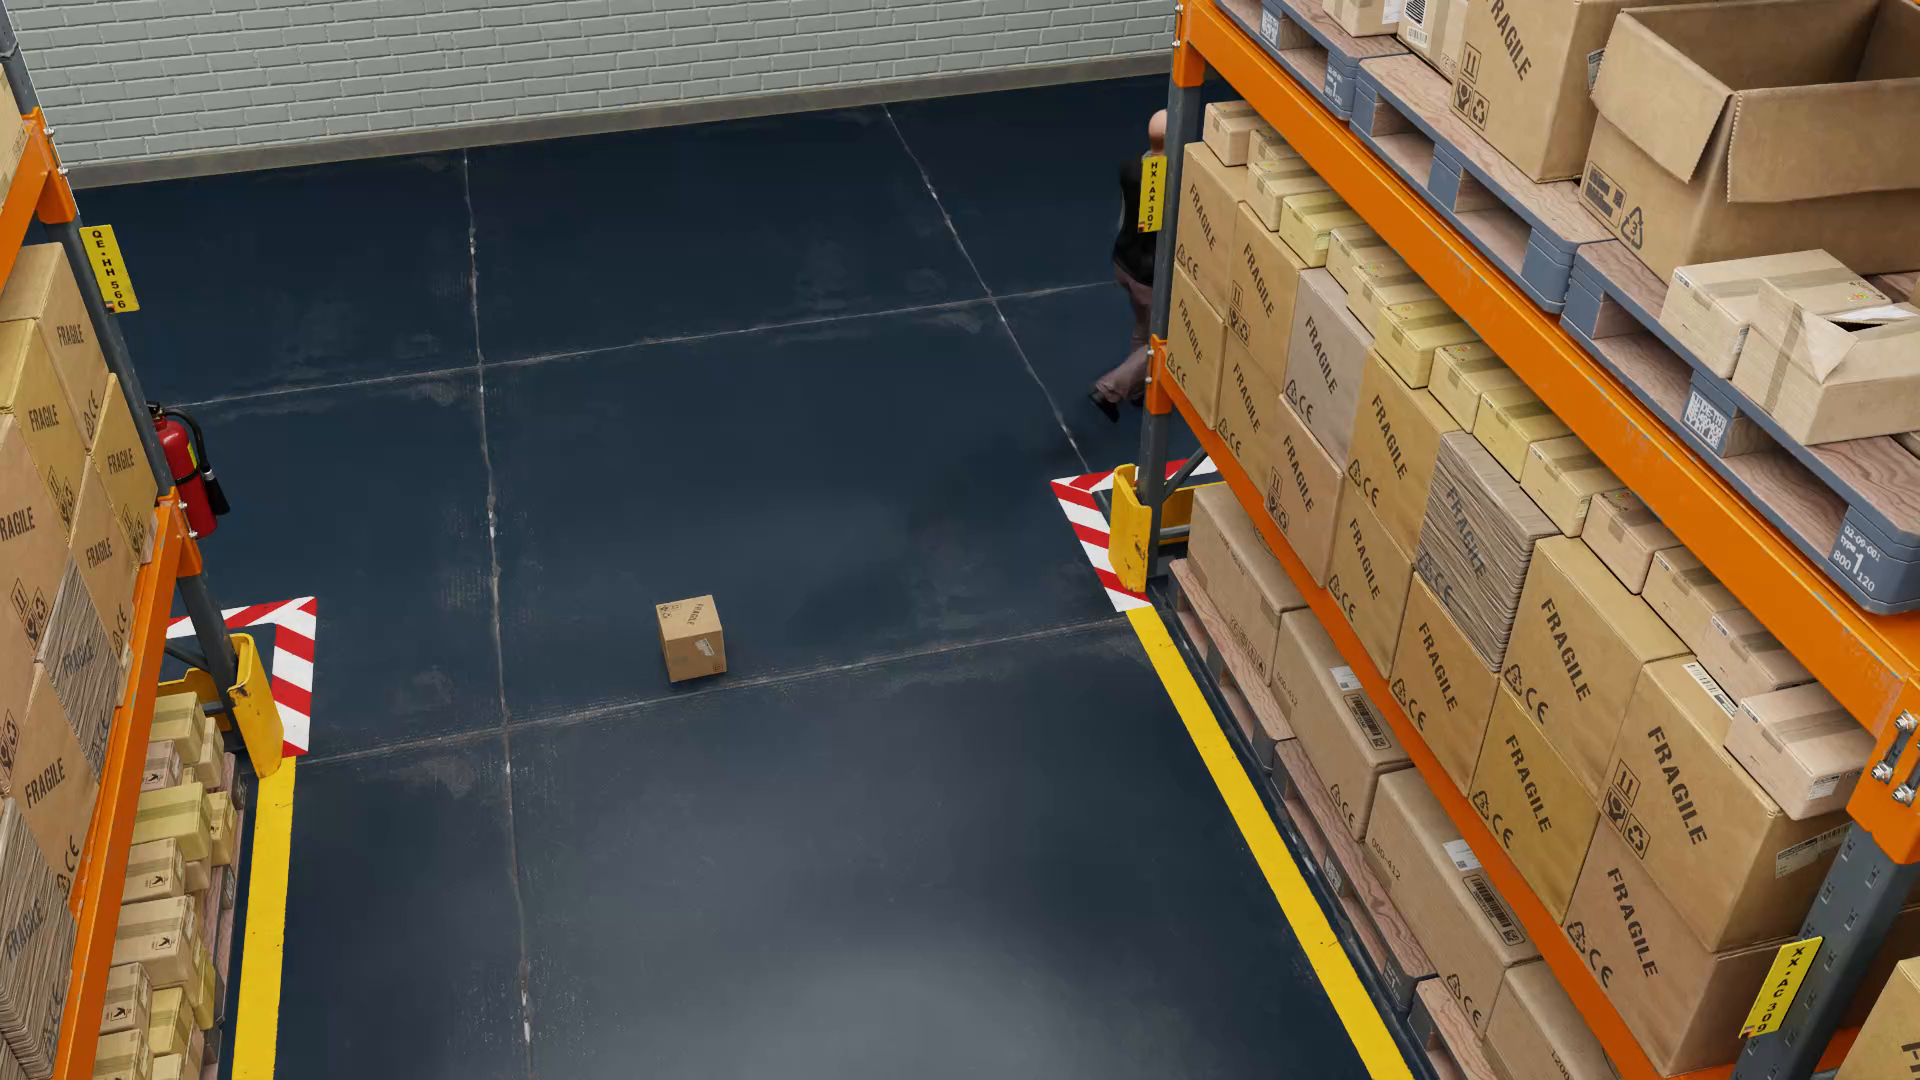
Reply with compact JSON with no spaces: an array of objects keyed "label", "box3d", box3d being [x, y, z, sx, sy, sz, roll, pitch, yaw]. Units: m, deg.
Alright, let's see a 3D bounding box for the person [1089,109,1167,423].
[{"label":"person","box3d":[0.935,-1.343,8.443,0.688,1.714,0.585,-18,41,-21]}]
